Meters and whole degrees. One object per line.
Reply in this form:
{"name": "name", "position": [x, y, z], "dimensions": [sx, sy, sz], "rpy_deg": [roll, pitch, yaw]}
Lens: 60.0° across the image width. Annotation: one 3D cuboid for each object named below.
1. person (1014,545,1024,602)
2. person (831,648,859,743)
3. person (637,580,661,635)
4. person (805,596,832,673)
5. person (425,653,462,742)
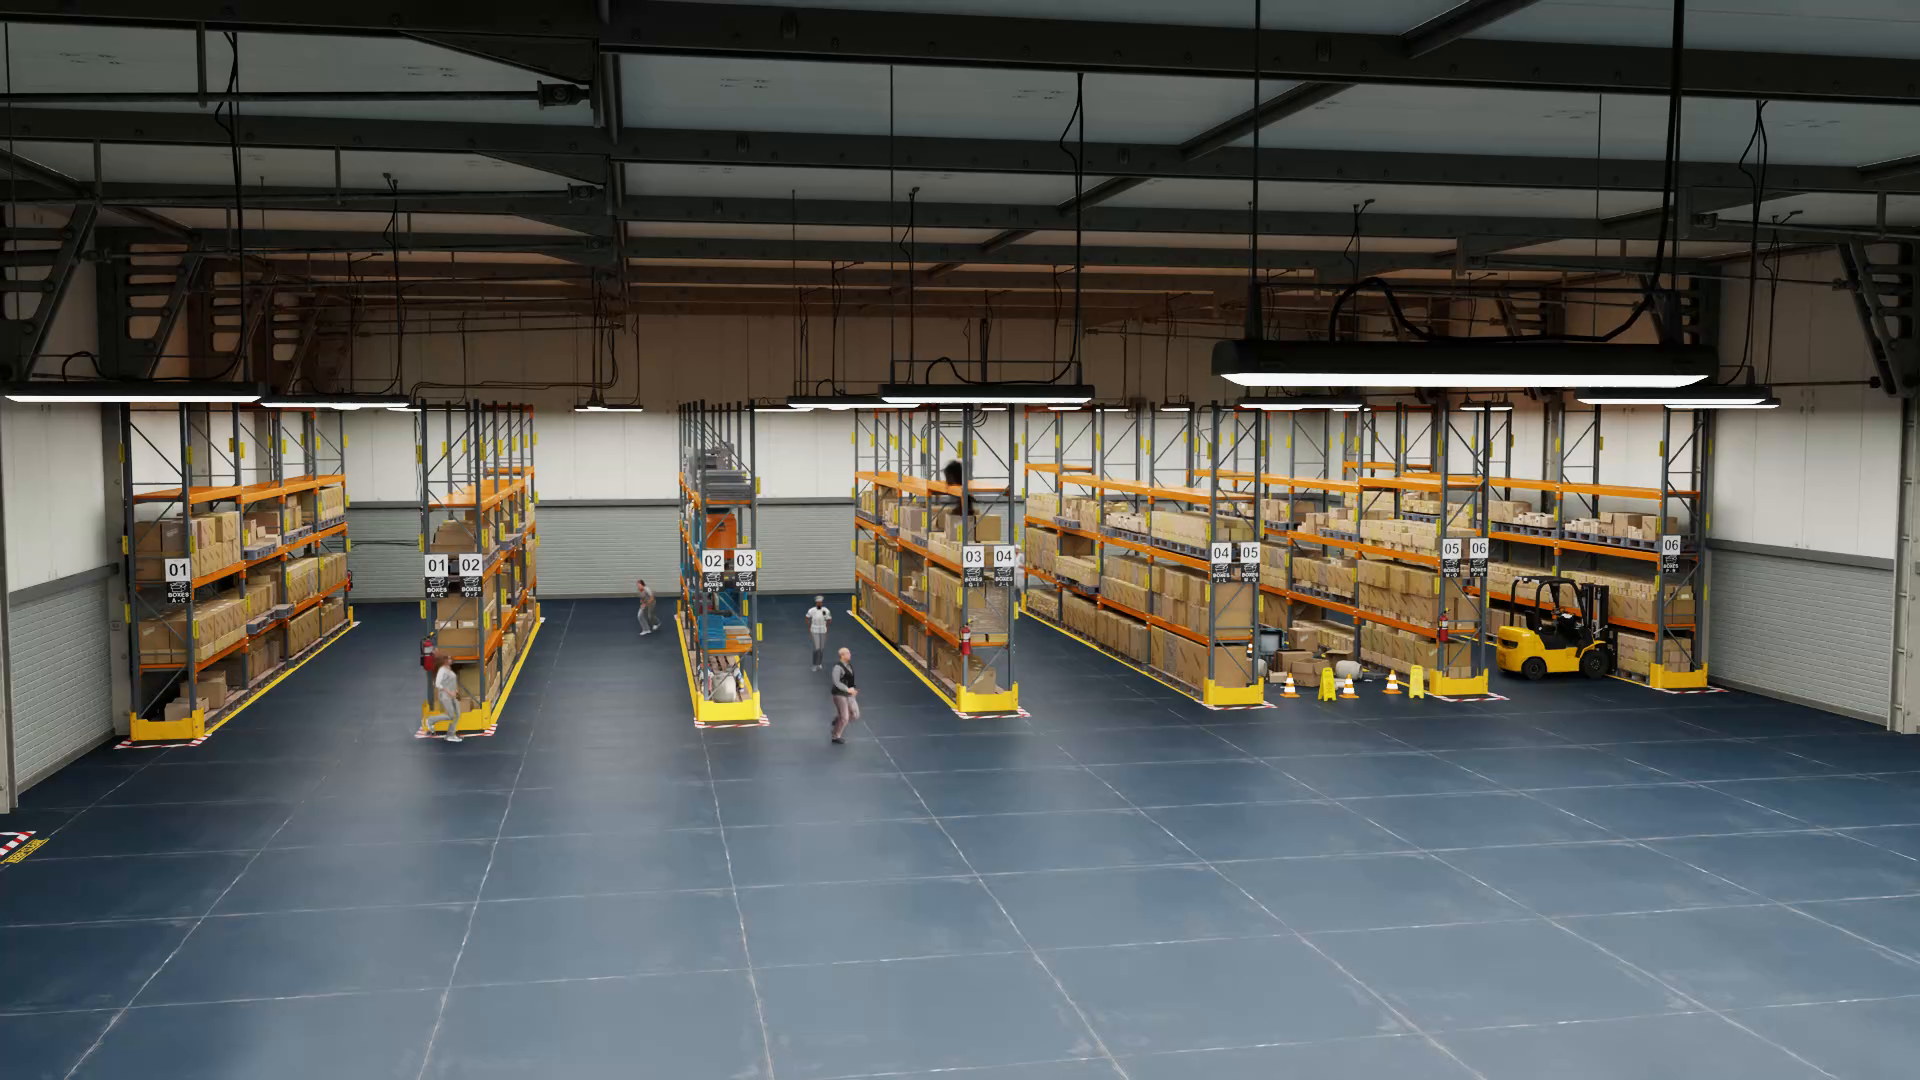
{"name": "person", "position": [1.722, 1.055, 50.045], "dimensions": [0.632, 1.839, 0.771], "rpy_deg": [3, 5, 34]}
{"name": "person", "position": [-2.005, 2.705, 28.968], "dimensions": [0.613, 1.666, 0.647], "rpy_deg": [2, 5, 21]}
{"name": "person", "position": [-8.105, 1.734, 43.507], "dimensions": [0.554, 1.465, 1.098], "rpy_deg": [2, 5, 25]}
{"name": "person", "position": [-3.128, 2.093, 37.046], "dimensions": [0.578, 1.732, 0.724], "rpy_deg": [-1, 4, -15]}
{"name": "person", "position": [-9.035, 2.755, 29.115], "dimensions": [0.632, 1.569, 0.547], "rpy_deg": [0, 4, 5]}
